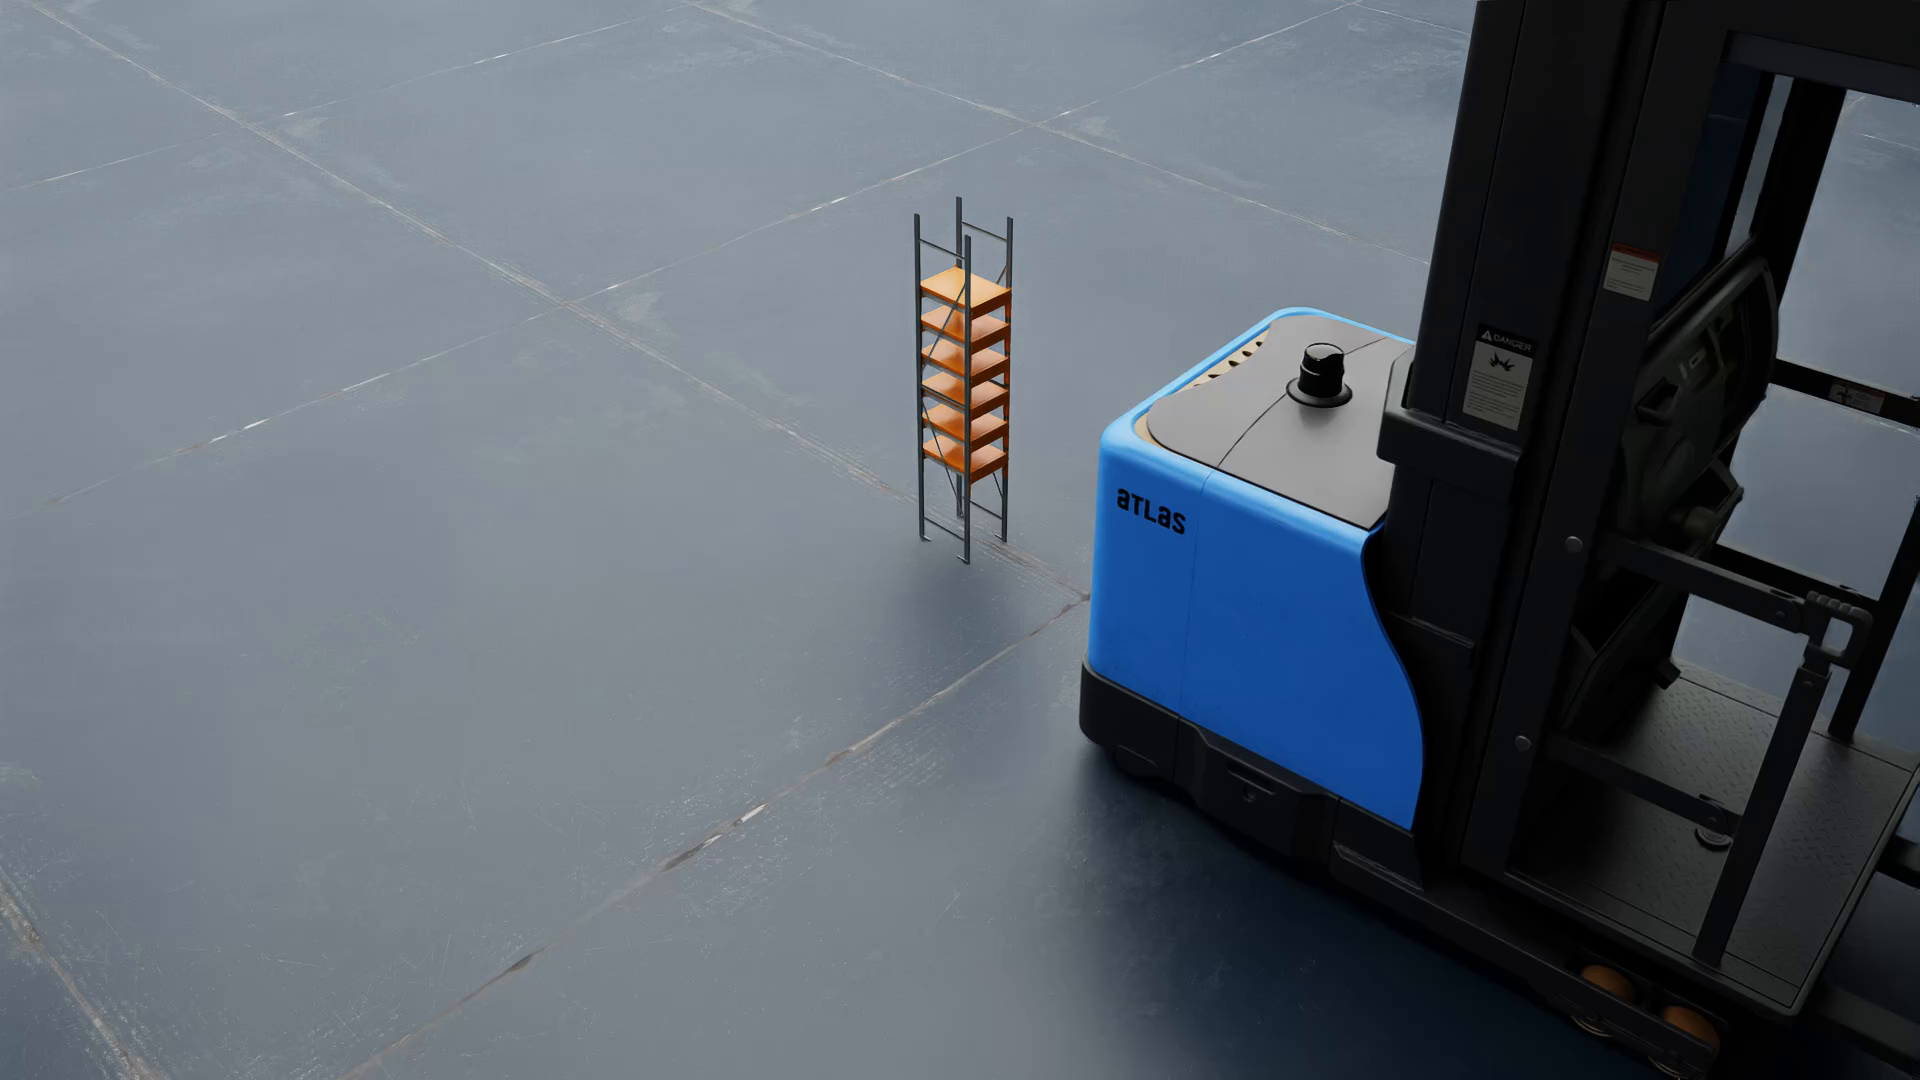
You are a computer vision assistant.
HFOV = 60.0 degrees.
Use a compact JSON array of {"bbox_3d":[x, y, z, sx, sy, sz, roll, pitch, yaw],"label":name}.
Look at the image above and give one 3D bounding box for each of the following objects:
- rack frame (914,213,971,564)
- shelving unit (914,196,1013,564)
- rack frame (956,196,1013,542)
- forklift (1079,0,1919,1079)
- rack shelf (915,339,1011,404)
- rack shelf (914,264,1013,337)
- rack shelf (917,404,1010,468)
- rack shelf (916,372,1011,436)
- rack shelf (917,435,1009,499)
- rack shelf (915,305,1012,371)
[{"bbox_3d":[-0.054,-0.461,5.362,0.240,1.200,0.006,30,45,35],"label":"rack frame"},{"bbox_3d":[0.010,-0.498,5.415,0.258,1.200,0.189,30,45,35],"label":"shelving unit"},{"bbox_3d":[0.075,-0.535,5.468,0.240,1.200,0.006,30,45,35],"label":"rack frame"},{"bbox_3d":[1.803,-0.276,3.584,3.031,2.935,1.130,25,42,32],"label":"forklift"},{"bbox_3d":[0.010,-0.560,5.372,0.258,0.103,0.180,30,45,35],"label":"rack shelf"},{"bbox_3d":[0.010,-0.757,5.235,0.258,0.103,0.180,30,45,35],"label":"rack shelf"},{"bbox_3d":[0.010,-0.363,5.509,0.258,0.103,0.180,30,45,35],"label":"rack shelf"},{"bbox_3d":[0.010,-0.462,5.441,0.258,0.103,0.180,30,45,35],"label":"rack shelf"},{"bbox_3d":[0.010,-0.265,5.578,0.258,0.103,0.180,30,45,35],"label":"rack shelf"},{"bbox_3d":[0.010,-0.658,5.303,0.258,0.103,0.180,30,45,35],"label":"rack shelf"}]
